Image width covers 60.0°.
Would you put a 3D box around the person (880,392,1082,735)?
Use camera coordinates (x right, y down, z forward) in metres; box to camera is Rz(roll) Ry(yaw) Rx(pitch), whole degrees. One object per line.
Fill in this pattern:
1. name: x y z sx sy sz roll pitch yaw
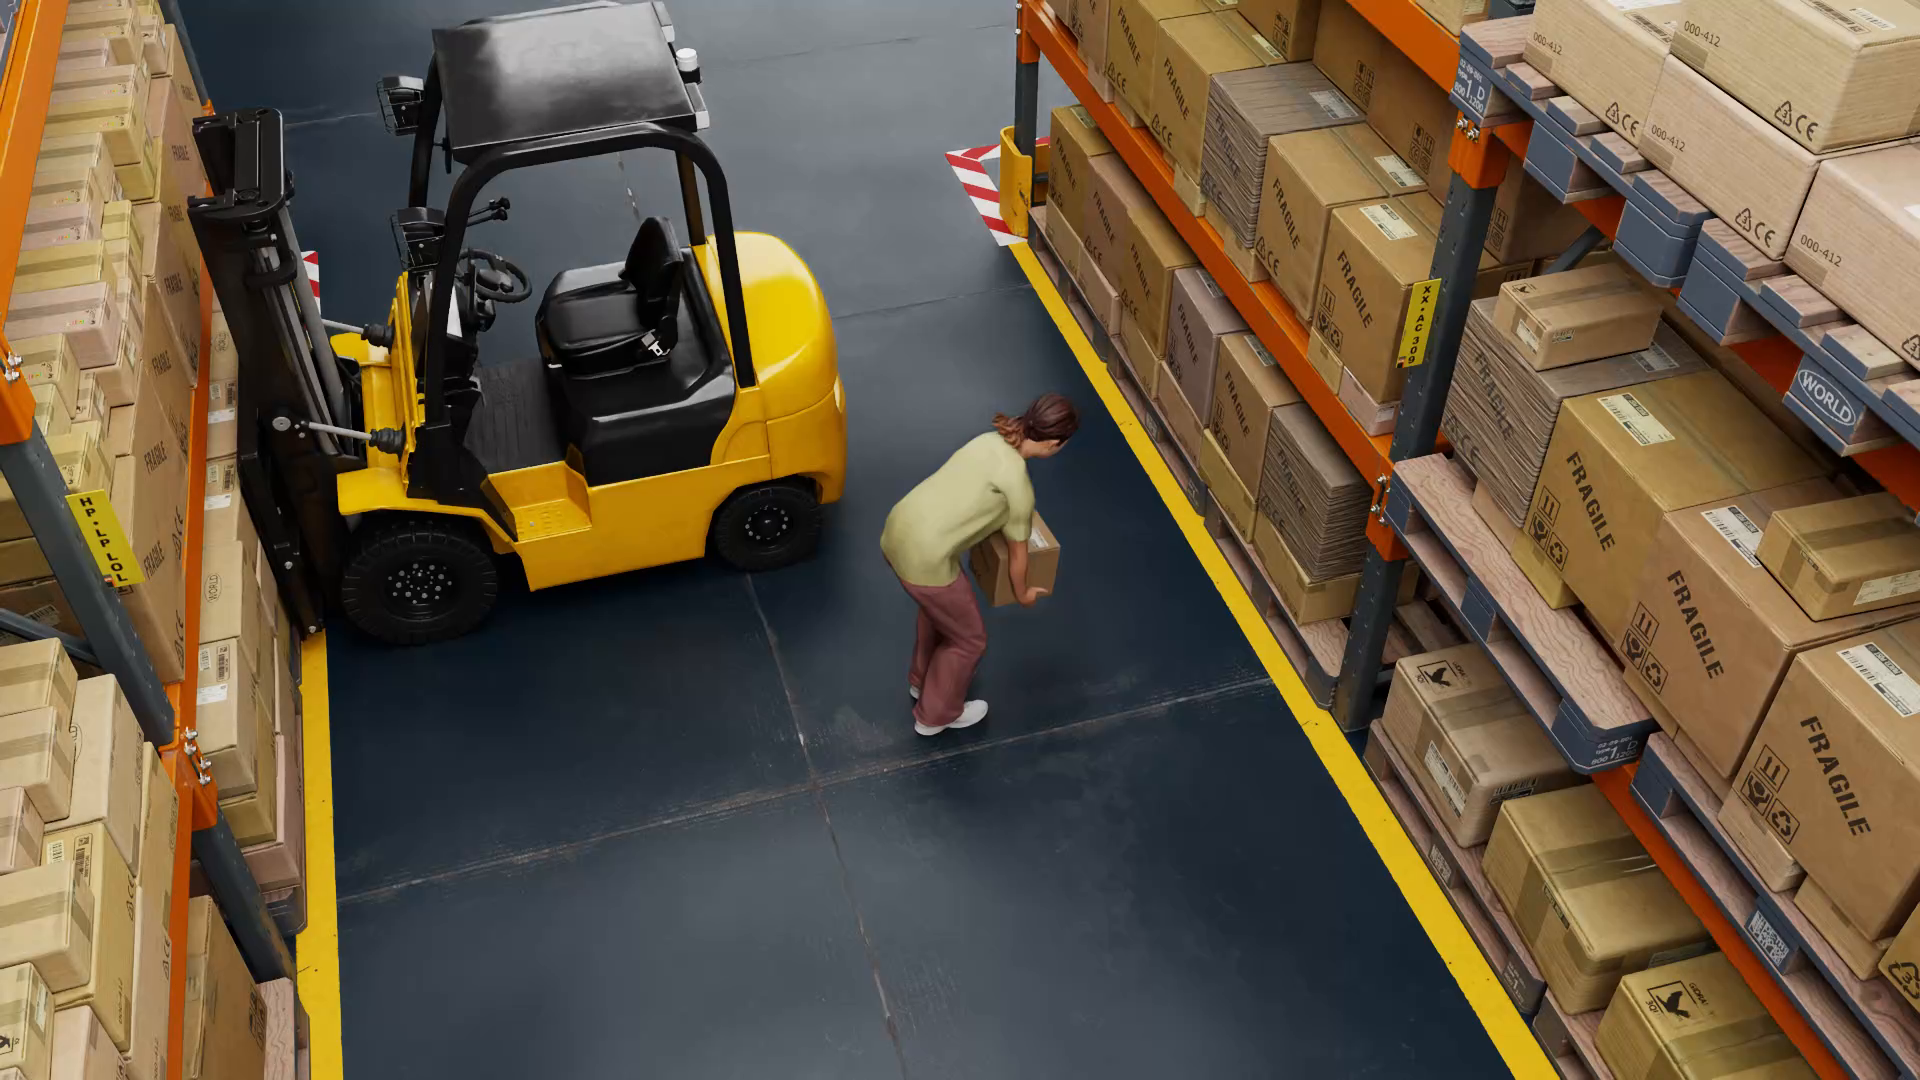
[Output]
1. person: 0.087 0.091 6.285 0.777 1.380 0.406 -19 46 -19
